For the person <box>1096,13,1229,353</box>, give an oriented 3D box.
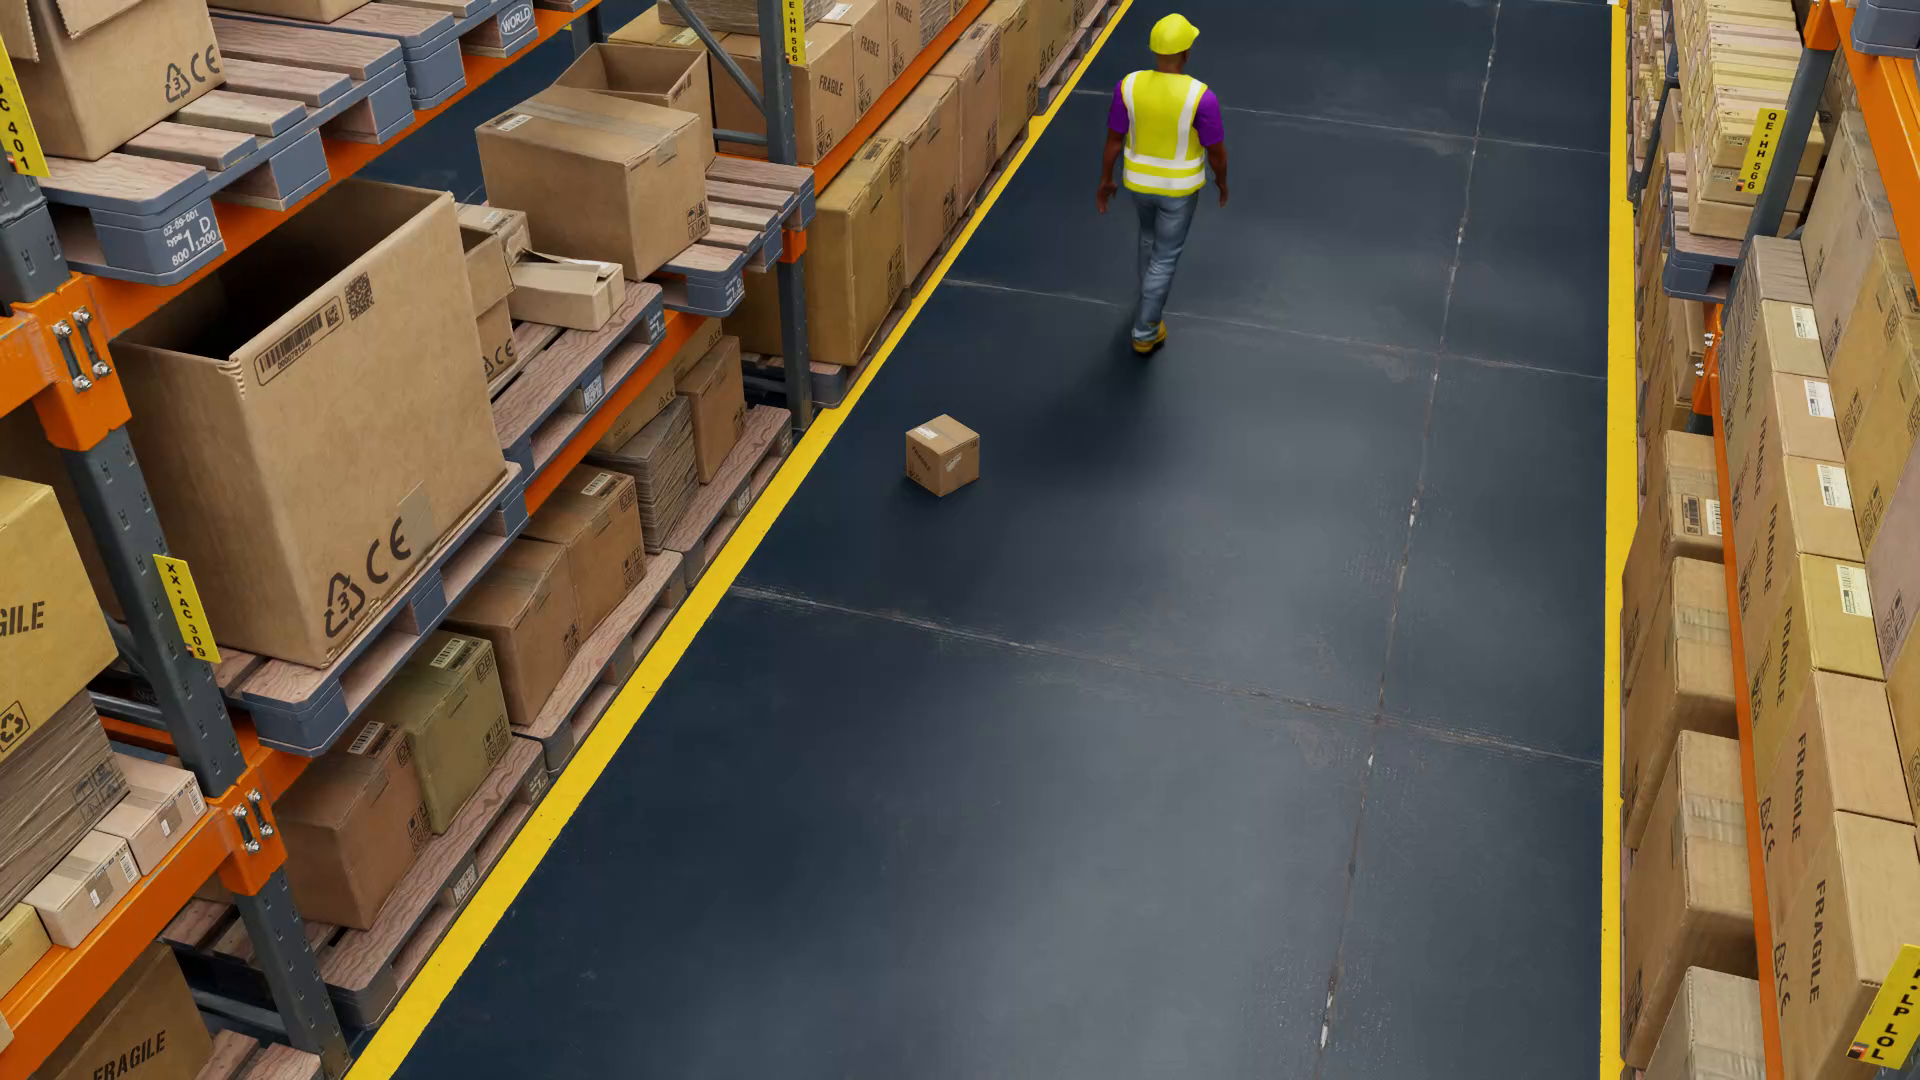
[{"bbox_3d":[1.067,-1.831,8.595,0.625,1.824,0.649,20,41,24],"label":"person"}]
